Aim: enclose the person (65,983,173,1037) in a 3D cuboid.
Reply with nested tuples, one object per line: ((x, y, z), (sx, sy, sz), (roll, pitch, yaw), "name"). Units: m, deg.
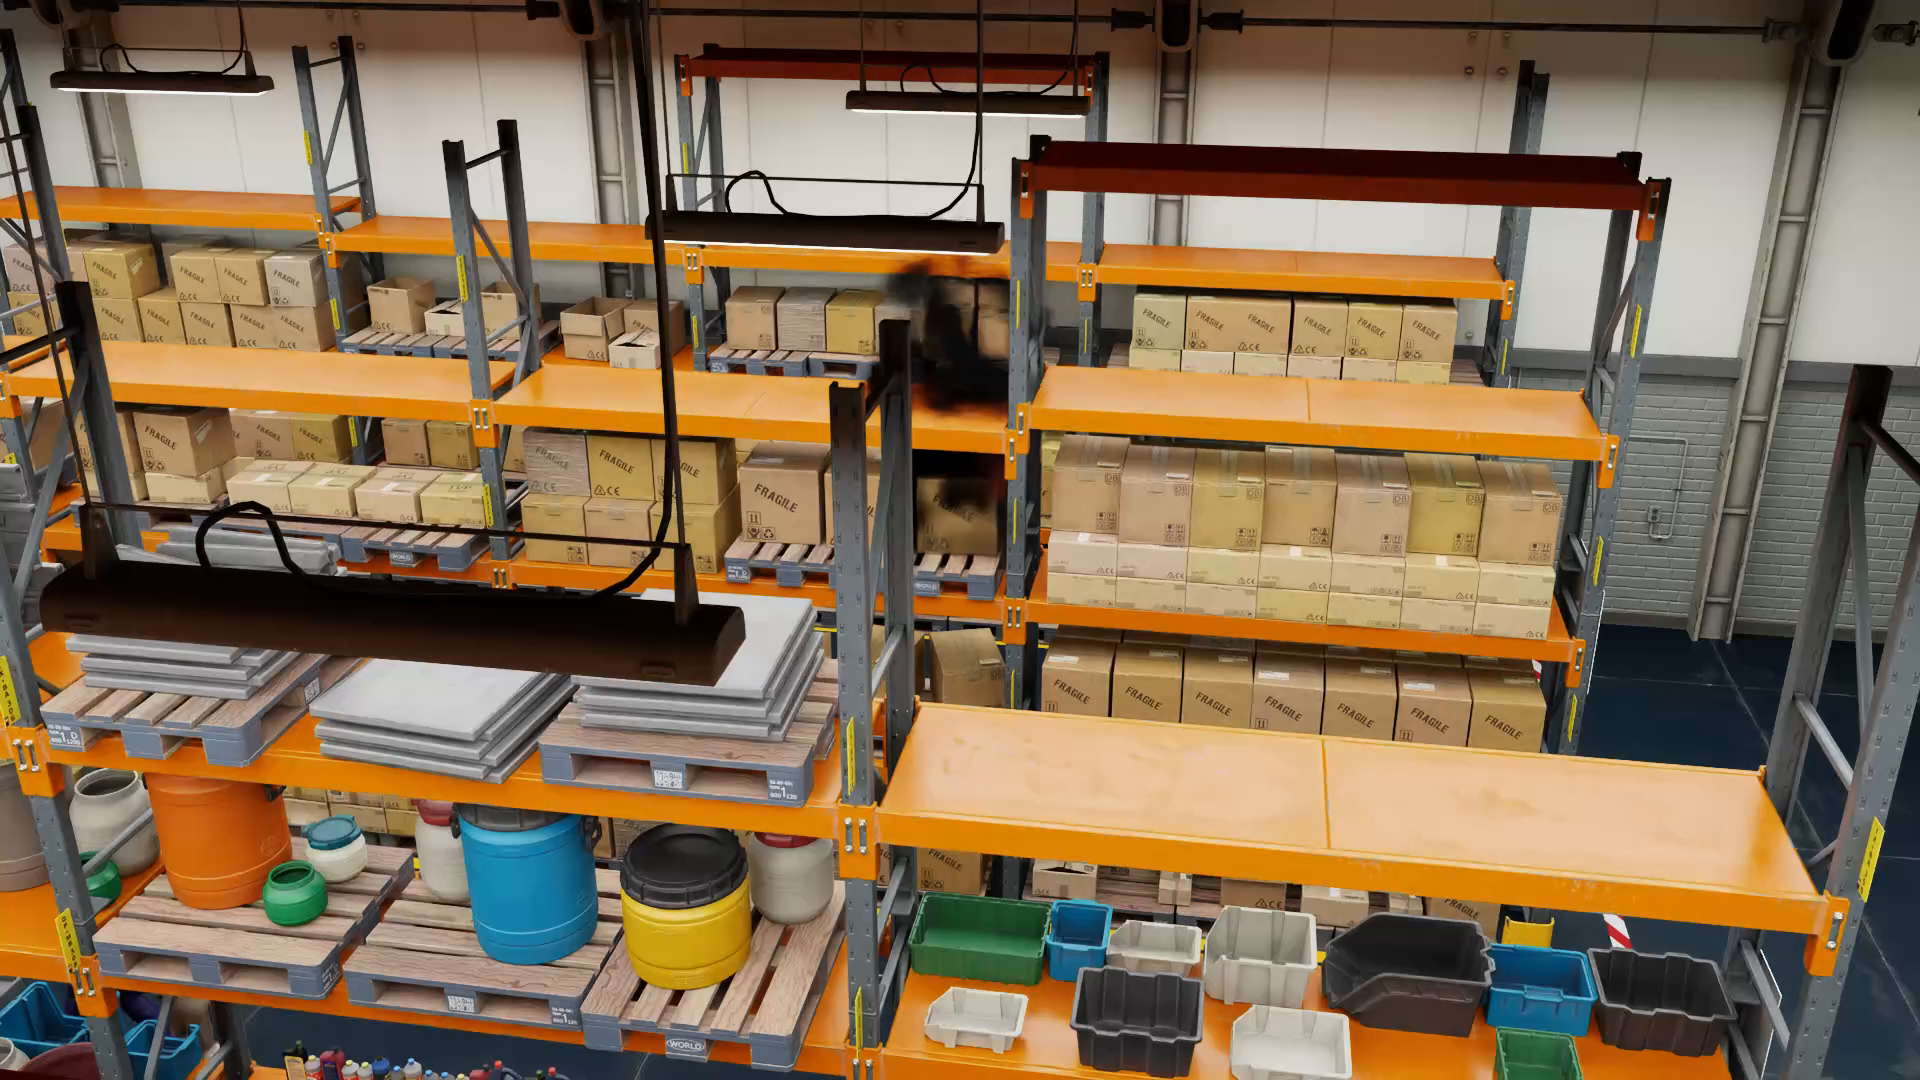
((-5.820, 2.939, 11.376), (0.762, 1.705, 0.587), (3, 23, 7), "person")

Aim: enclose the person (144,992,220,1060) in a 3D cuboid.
((-5.062, 3.064, 10.961), (0.884, 1.778, 0.636), (4, 23, 10), "person")
